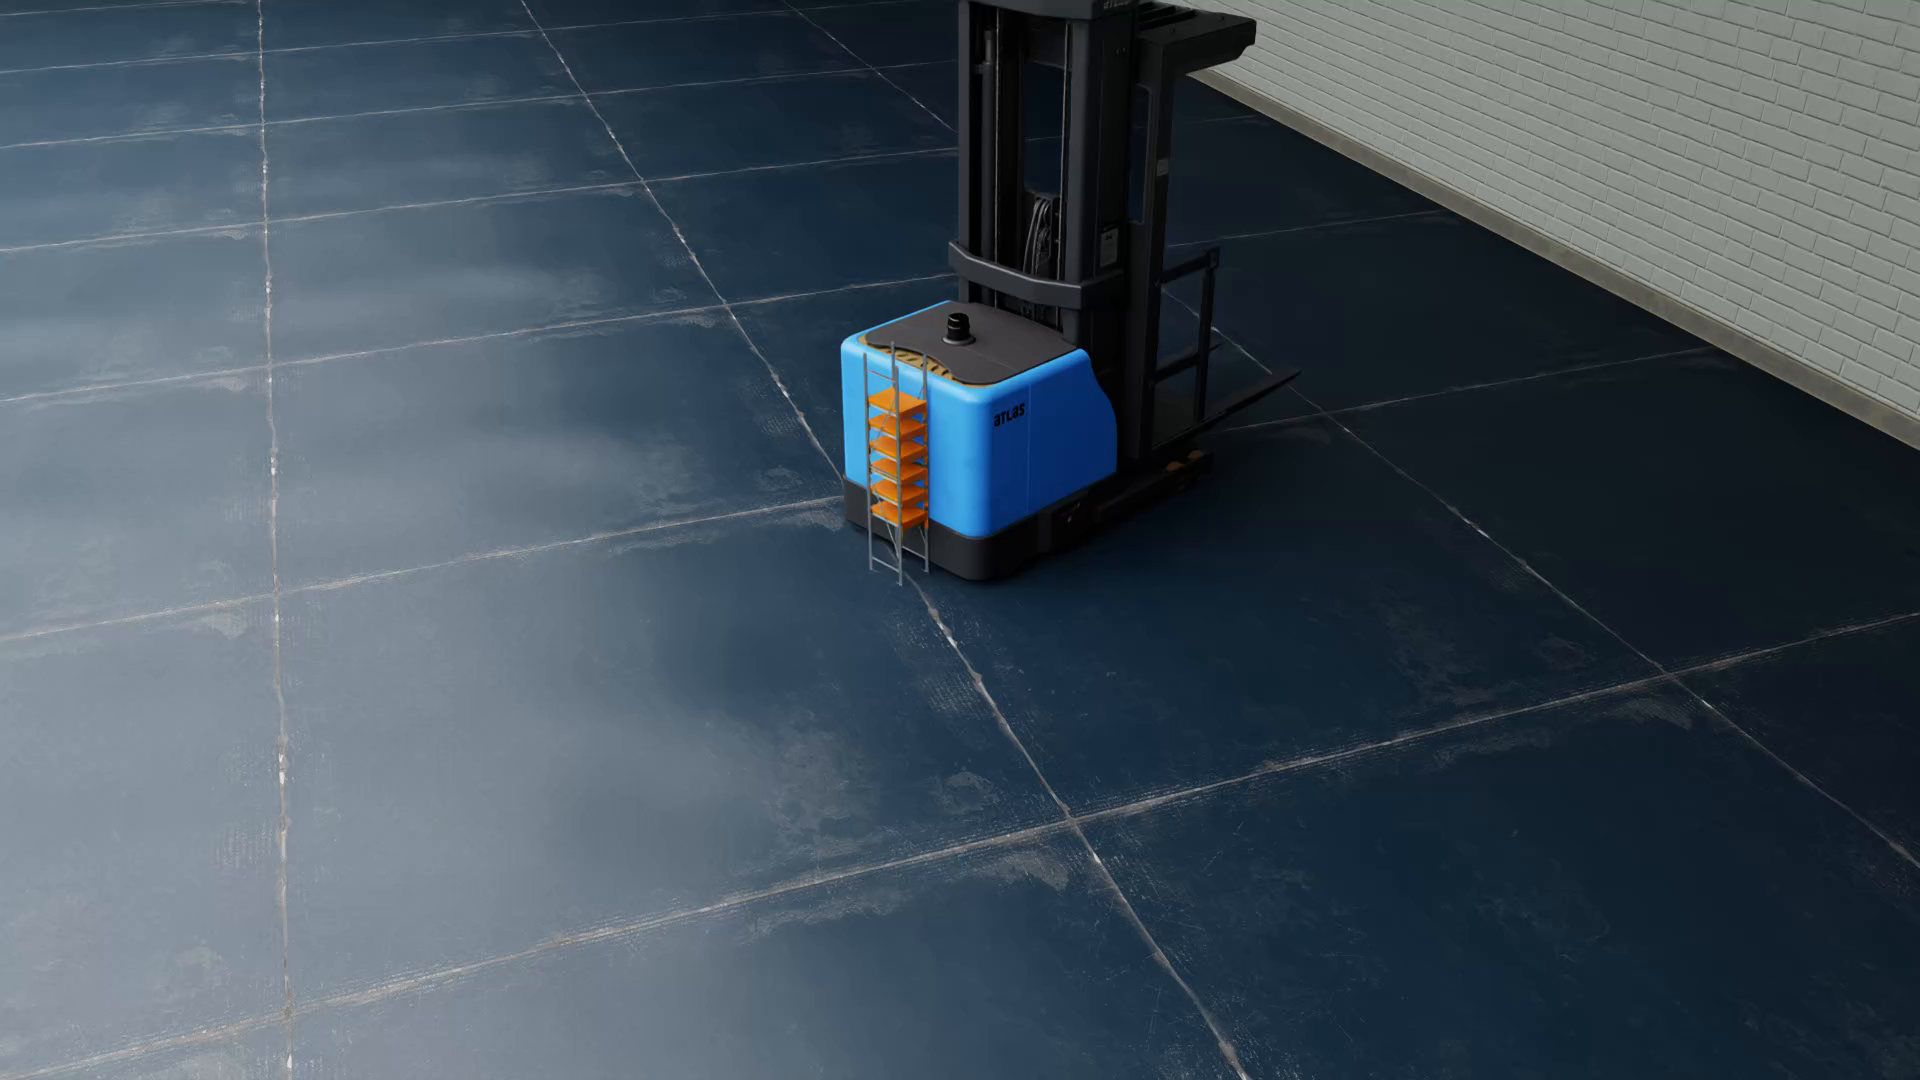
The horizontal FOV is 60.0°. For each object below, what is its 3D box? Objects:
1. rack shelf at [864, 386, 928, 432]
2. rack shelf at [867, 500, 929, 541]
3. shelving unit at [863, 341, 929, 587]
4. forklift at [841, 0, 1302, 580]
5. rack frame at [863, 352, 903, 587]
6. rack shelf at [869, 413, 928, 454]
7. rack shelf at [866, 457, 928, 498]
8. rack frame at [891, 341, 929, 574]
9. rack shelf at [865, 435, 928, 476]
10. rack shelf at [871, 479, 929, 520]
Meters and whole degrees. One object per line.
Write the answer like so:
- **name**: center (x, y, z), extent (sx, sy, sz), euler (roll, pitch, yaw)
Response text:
- **rack shelf**: center (-0.309, -0.634, 8.014), extent (0.258, 0.103, 0.180), euler (26, 39, 38)
- **rack shelf**: center (-0.309, -0.113, 8.311), extent (0.258, 0.103, 0.180), euler (26, 39, 38)
- **shelving unit**: center (-0.309, -0.360, 8.170), extent (0.258, 1.200, 0.189), euler (26, 39, 38)
- **forklift**: center (0.779, -1.702, 8.777), extent (1.130, 2.935, 3.031), euler (26, 39, 38)
- **rack frame**: center (-0.374, -0.328, 8.113), extent (0.240, 1.200, 0.006), euler (26, 39, 38)
- **rack shelf**: center (-0.309, -0.530, 8.073), extent (0.258, 0.103, 0.180), euler (26, 39, 38)
- **rack shelf**: center (-0.309, -0.321, 8.192), extent (0.258, 0.103, 0.180), euler (26, 39, 38)
- **rack frame**: center (-0.245, -0.392, 8.226), extent (0.240, 1.200, 0.006), euler (26, 39, 38)
- **rack shelf**: center (-0.309, -0.426, 8.132), extent (0.258, 0.103, 0.180), euler (26, 39, 38)
- **rack shelf**: center (-0.309, -0.217, 8.251), extent (0.258, 0.103, 0.180), euler (26, 39, 38)
